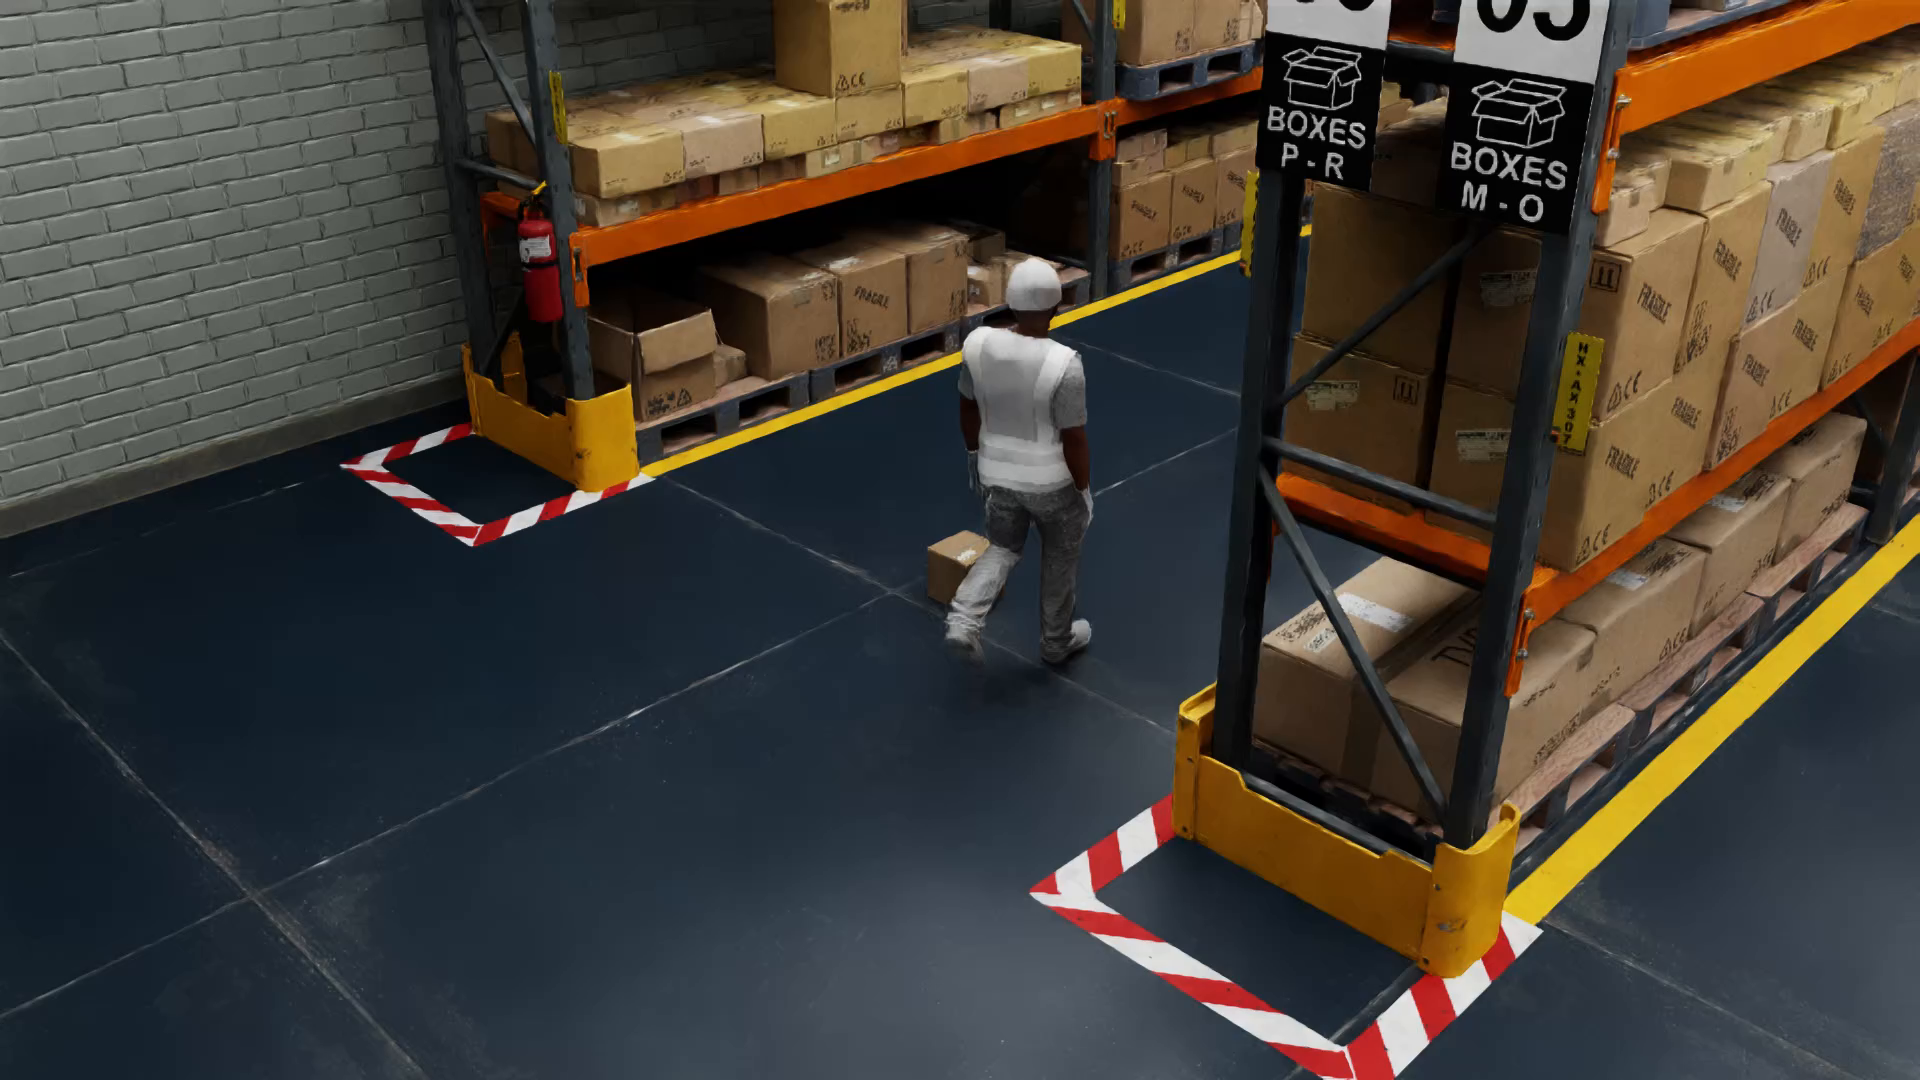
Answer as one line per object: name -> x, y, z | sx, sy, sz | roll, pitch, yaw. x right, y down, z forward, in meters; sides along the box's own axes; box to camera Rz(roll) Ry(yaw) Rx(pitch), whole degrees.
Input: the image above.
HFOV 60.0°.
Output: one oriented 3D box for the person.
person -> 0.252, -0.250, 6.586 | 0.598, 1.772, 0.783 | 16, 32, 28
